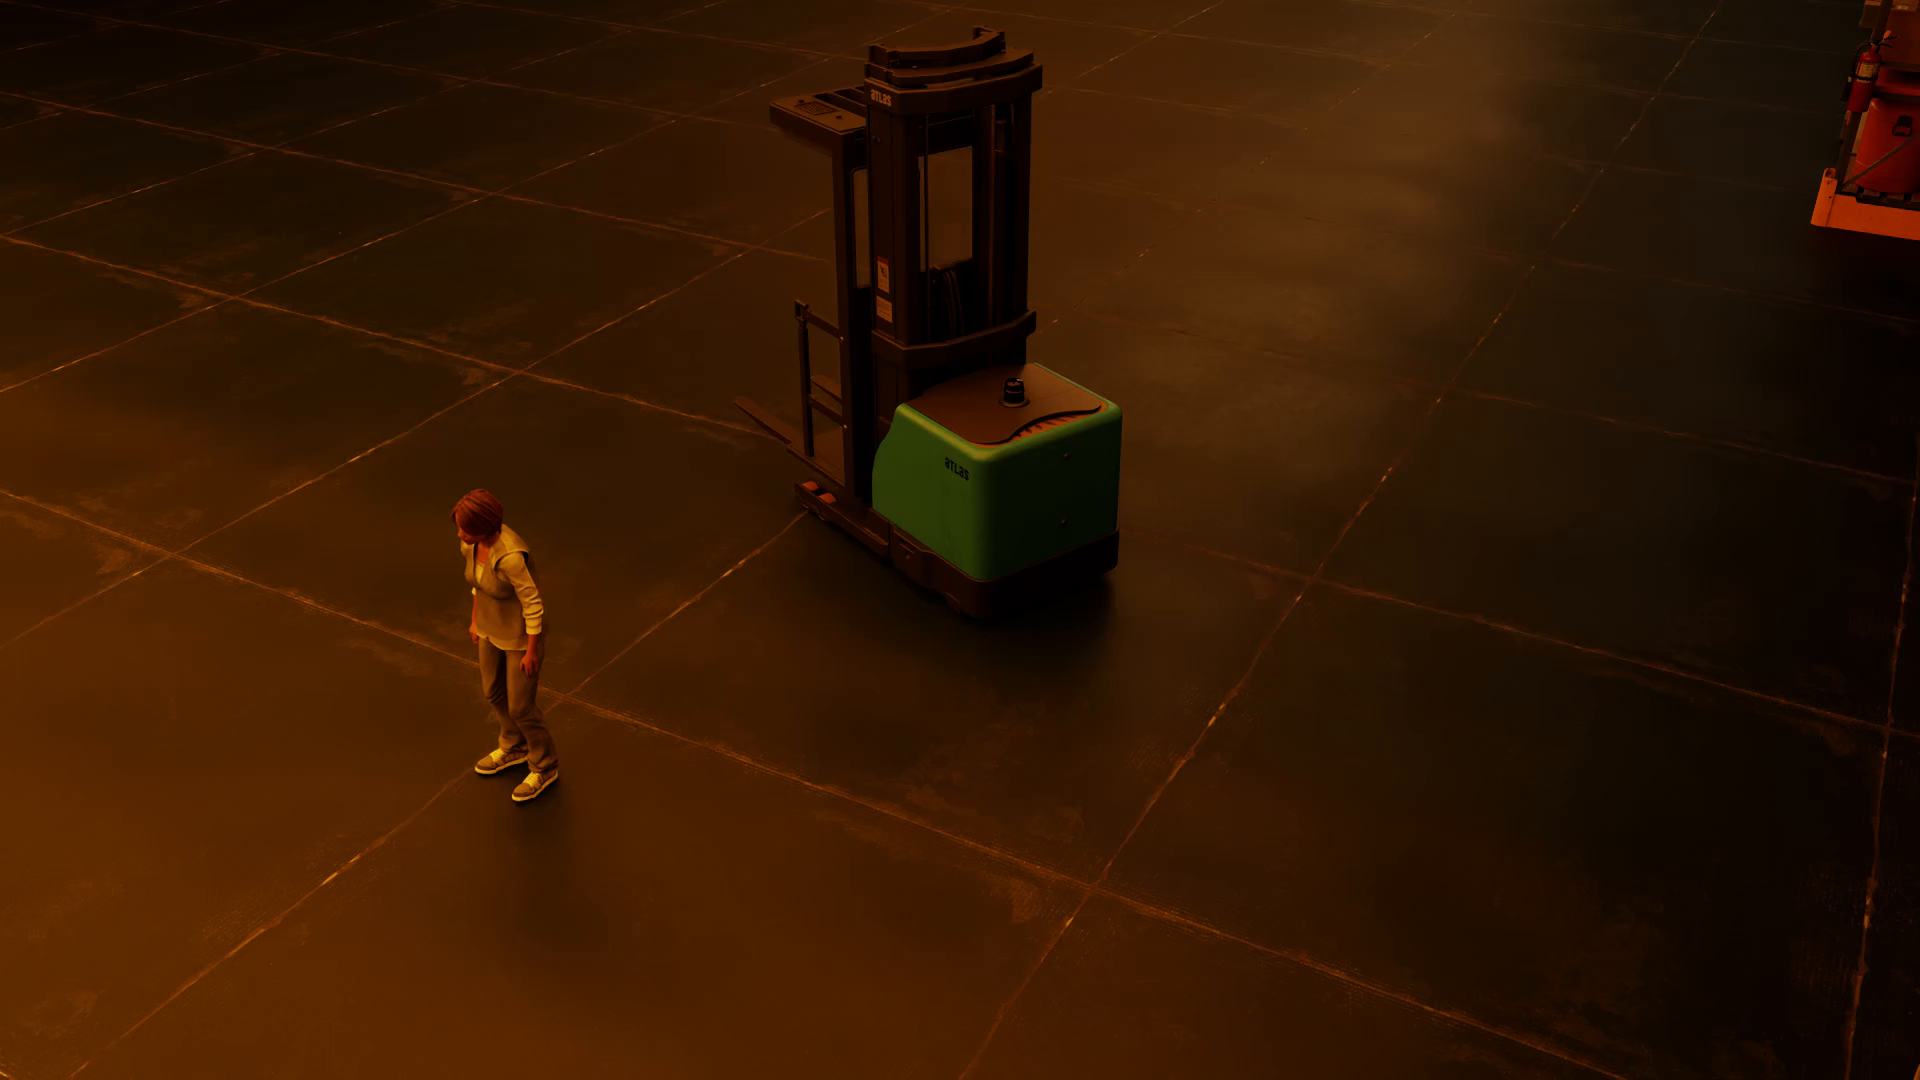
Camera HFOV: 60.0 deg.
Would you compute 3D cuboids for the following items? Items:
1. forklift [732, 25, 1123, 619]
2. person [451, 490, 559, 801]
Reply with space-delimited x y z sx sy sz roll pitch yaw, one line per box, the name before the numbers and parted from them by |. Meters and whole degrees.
forklift | -0.367 -1.518 9.701 1.130 2.935 3.031 -20 36 -31
person | -2.077 0.454 7.625 0.479 1.591 0.345 23 37 34
